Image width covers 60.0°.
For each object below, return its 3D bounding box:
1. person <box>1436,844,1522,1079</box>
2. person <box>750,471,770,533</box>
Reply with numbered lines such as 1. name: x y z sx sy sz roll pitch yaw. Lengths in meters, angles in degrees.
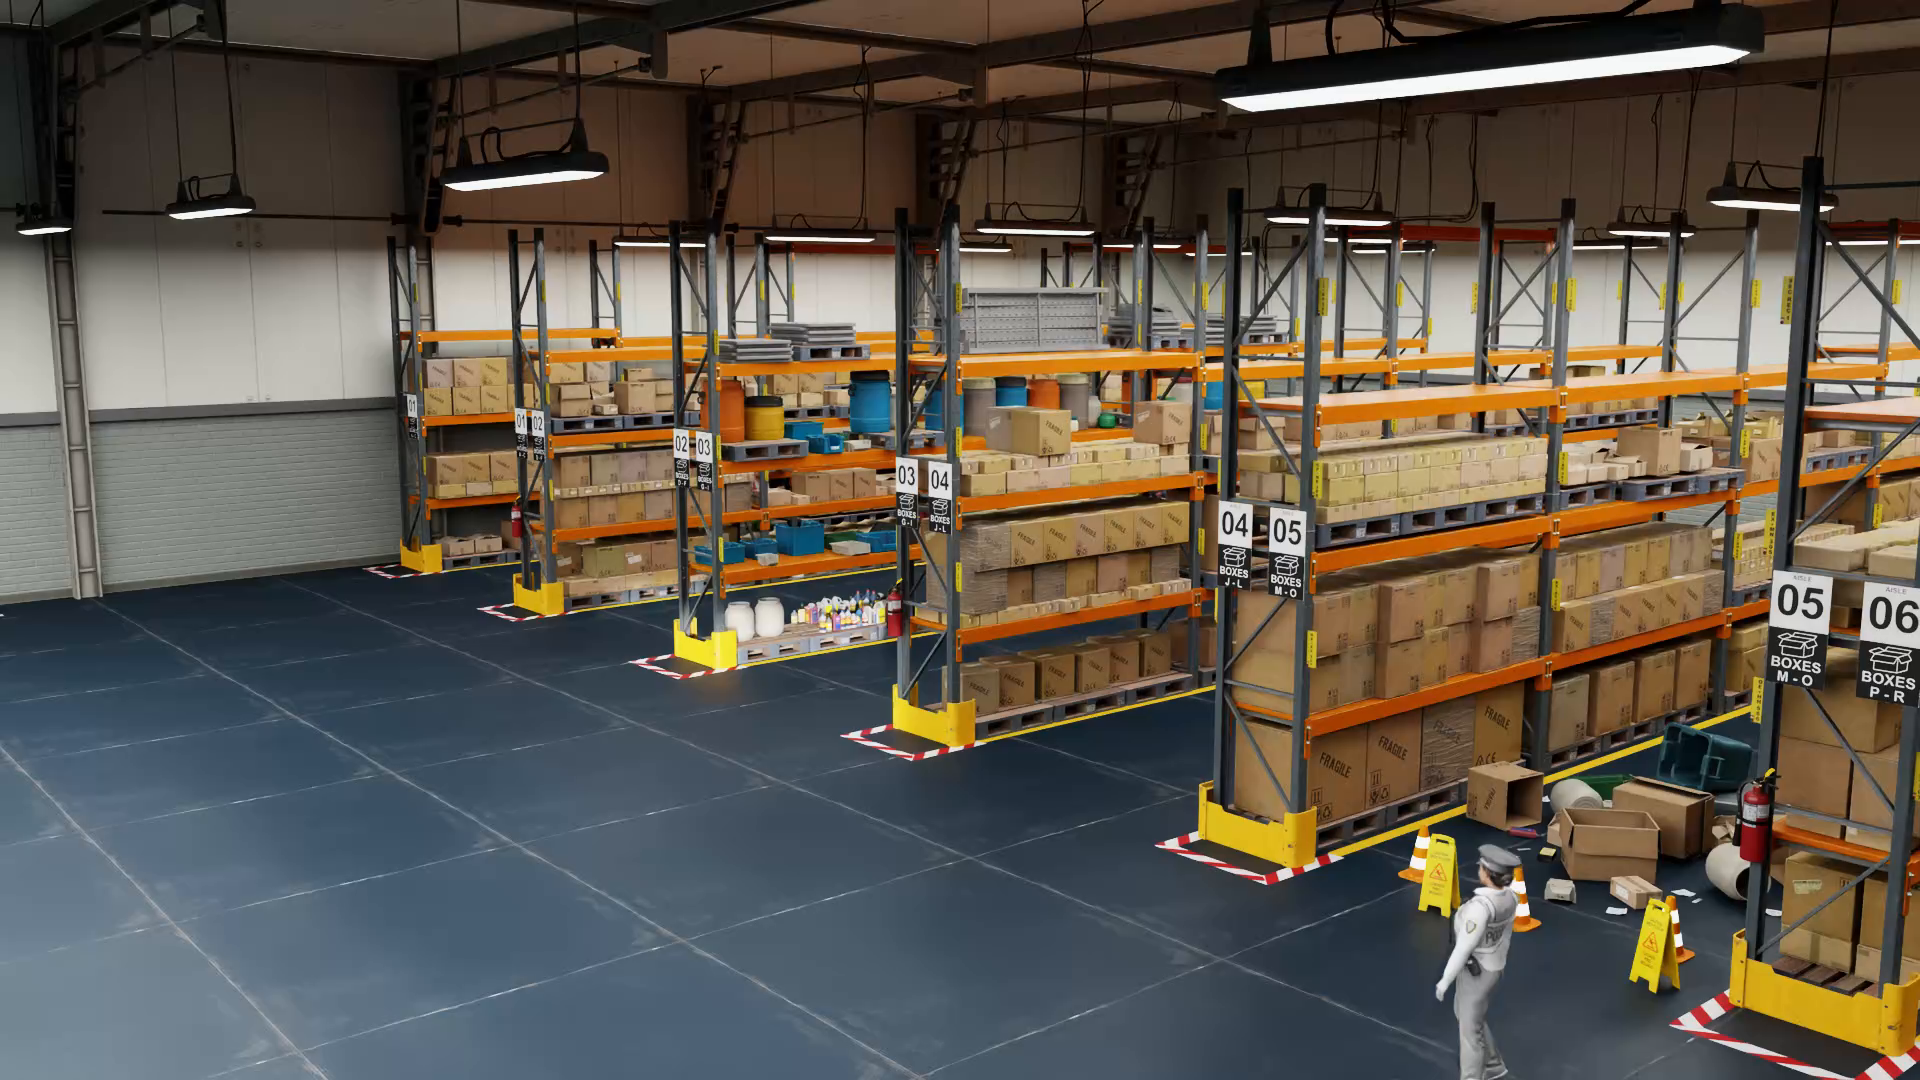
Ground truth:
1. person: 3.272 2.745 10.514 0.462 1.683 0.537 4 10 24
2. person: -3.770 -0.568 31.573 0.548 1.789 0.541 7 11 37
